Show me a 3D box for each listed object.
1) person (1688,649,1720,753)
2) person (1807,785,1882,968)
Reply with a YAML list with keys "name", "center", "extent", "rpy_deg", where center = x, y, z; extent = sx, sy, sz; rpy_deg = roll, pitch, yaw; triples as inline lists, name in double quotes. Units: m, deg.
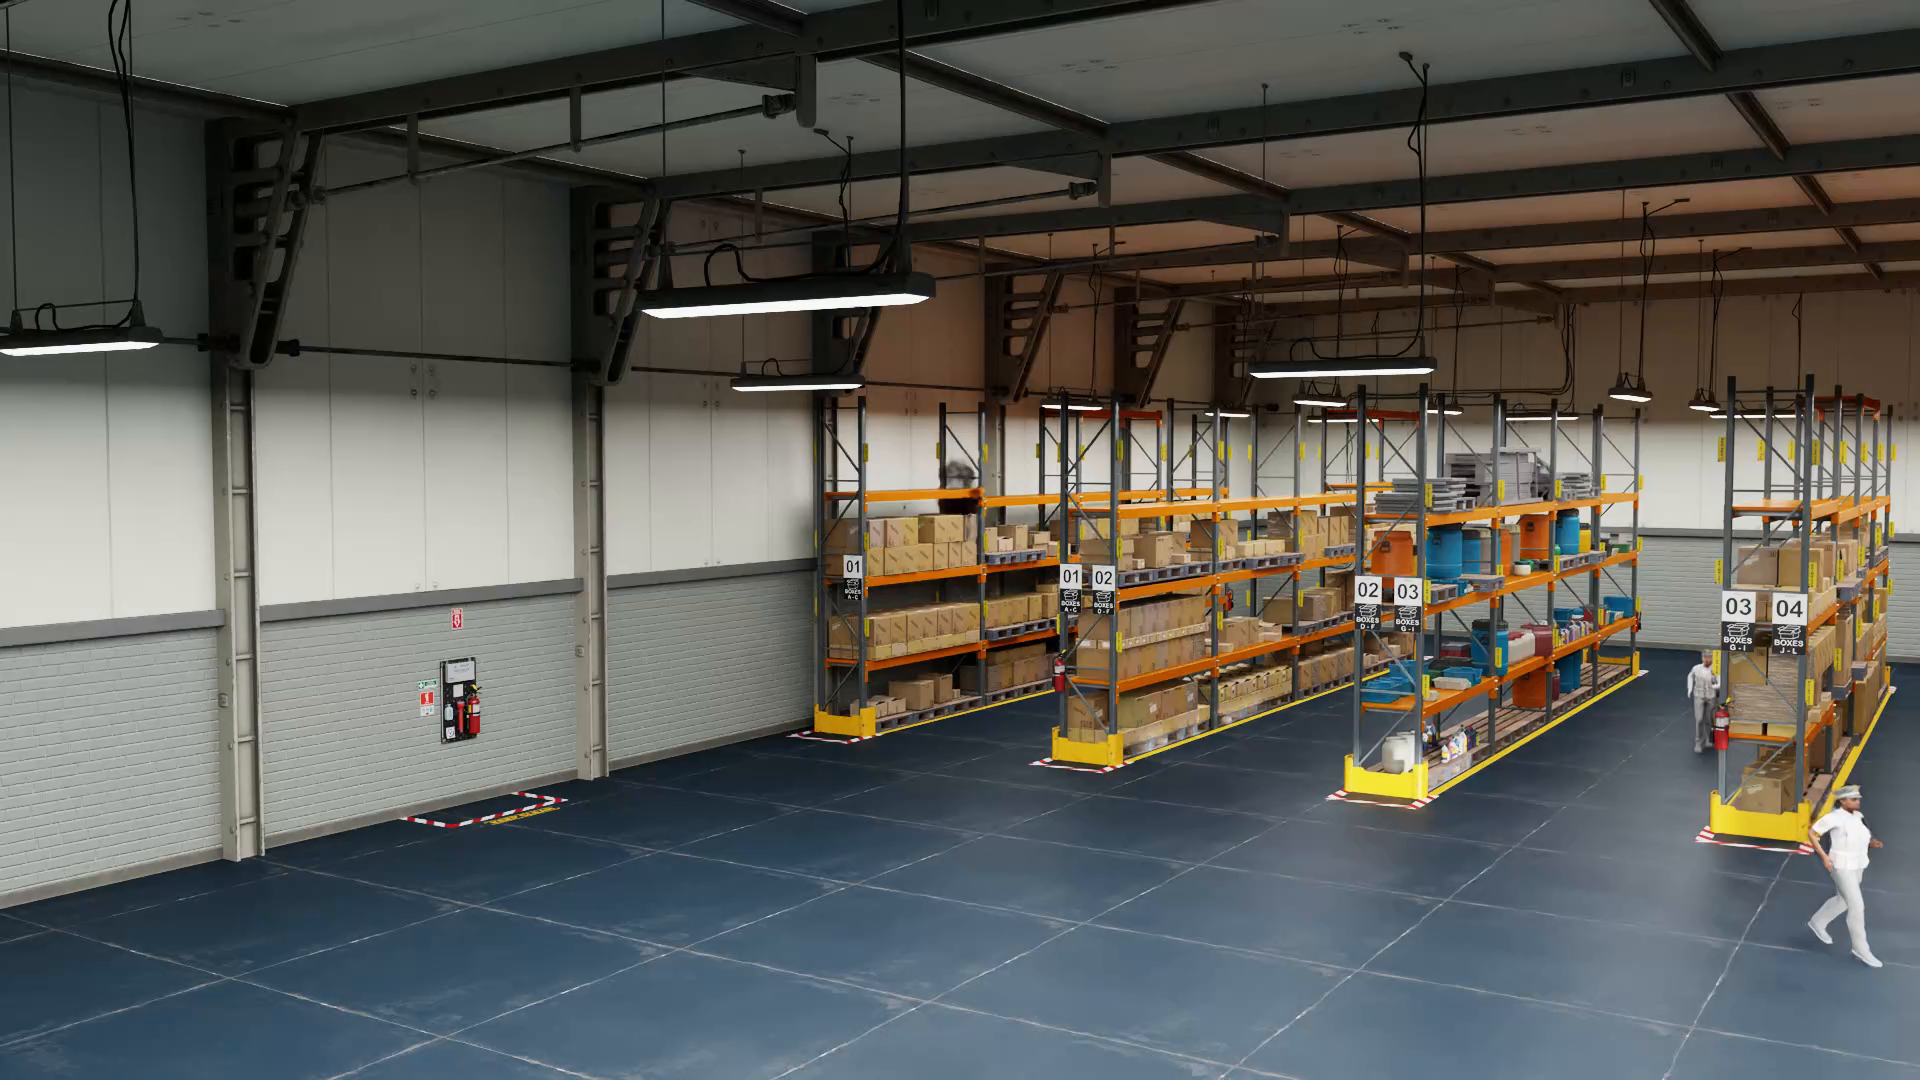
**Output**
- name: "person"
  center: [12.525, 2.671, 27.909]
  extent: [0.614, 1.707, 0.854]
  rpy_deg: [2, 3, 29]
- name: "person"
  center: [8.801, 3.271, 16.511]
  extent: [0.561, 1.723, 0.860]
  rpy_deg: [-2, 3, -27]
